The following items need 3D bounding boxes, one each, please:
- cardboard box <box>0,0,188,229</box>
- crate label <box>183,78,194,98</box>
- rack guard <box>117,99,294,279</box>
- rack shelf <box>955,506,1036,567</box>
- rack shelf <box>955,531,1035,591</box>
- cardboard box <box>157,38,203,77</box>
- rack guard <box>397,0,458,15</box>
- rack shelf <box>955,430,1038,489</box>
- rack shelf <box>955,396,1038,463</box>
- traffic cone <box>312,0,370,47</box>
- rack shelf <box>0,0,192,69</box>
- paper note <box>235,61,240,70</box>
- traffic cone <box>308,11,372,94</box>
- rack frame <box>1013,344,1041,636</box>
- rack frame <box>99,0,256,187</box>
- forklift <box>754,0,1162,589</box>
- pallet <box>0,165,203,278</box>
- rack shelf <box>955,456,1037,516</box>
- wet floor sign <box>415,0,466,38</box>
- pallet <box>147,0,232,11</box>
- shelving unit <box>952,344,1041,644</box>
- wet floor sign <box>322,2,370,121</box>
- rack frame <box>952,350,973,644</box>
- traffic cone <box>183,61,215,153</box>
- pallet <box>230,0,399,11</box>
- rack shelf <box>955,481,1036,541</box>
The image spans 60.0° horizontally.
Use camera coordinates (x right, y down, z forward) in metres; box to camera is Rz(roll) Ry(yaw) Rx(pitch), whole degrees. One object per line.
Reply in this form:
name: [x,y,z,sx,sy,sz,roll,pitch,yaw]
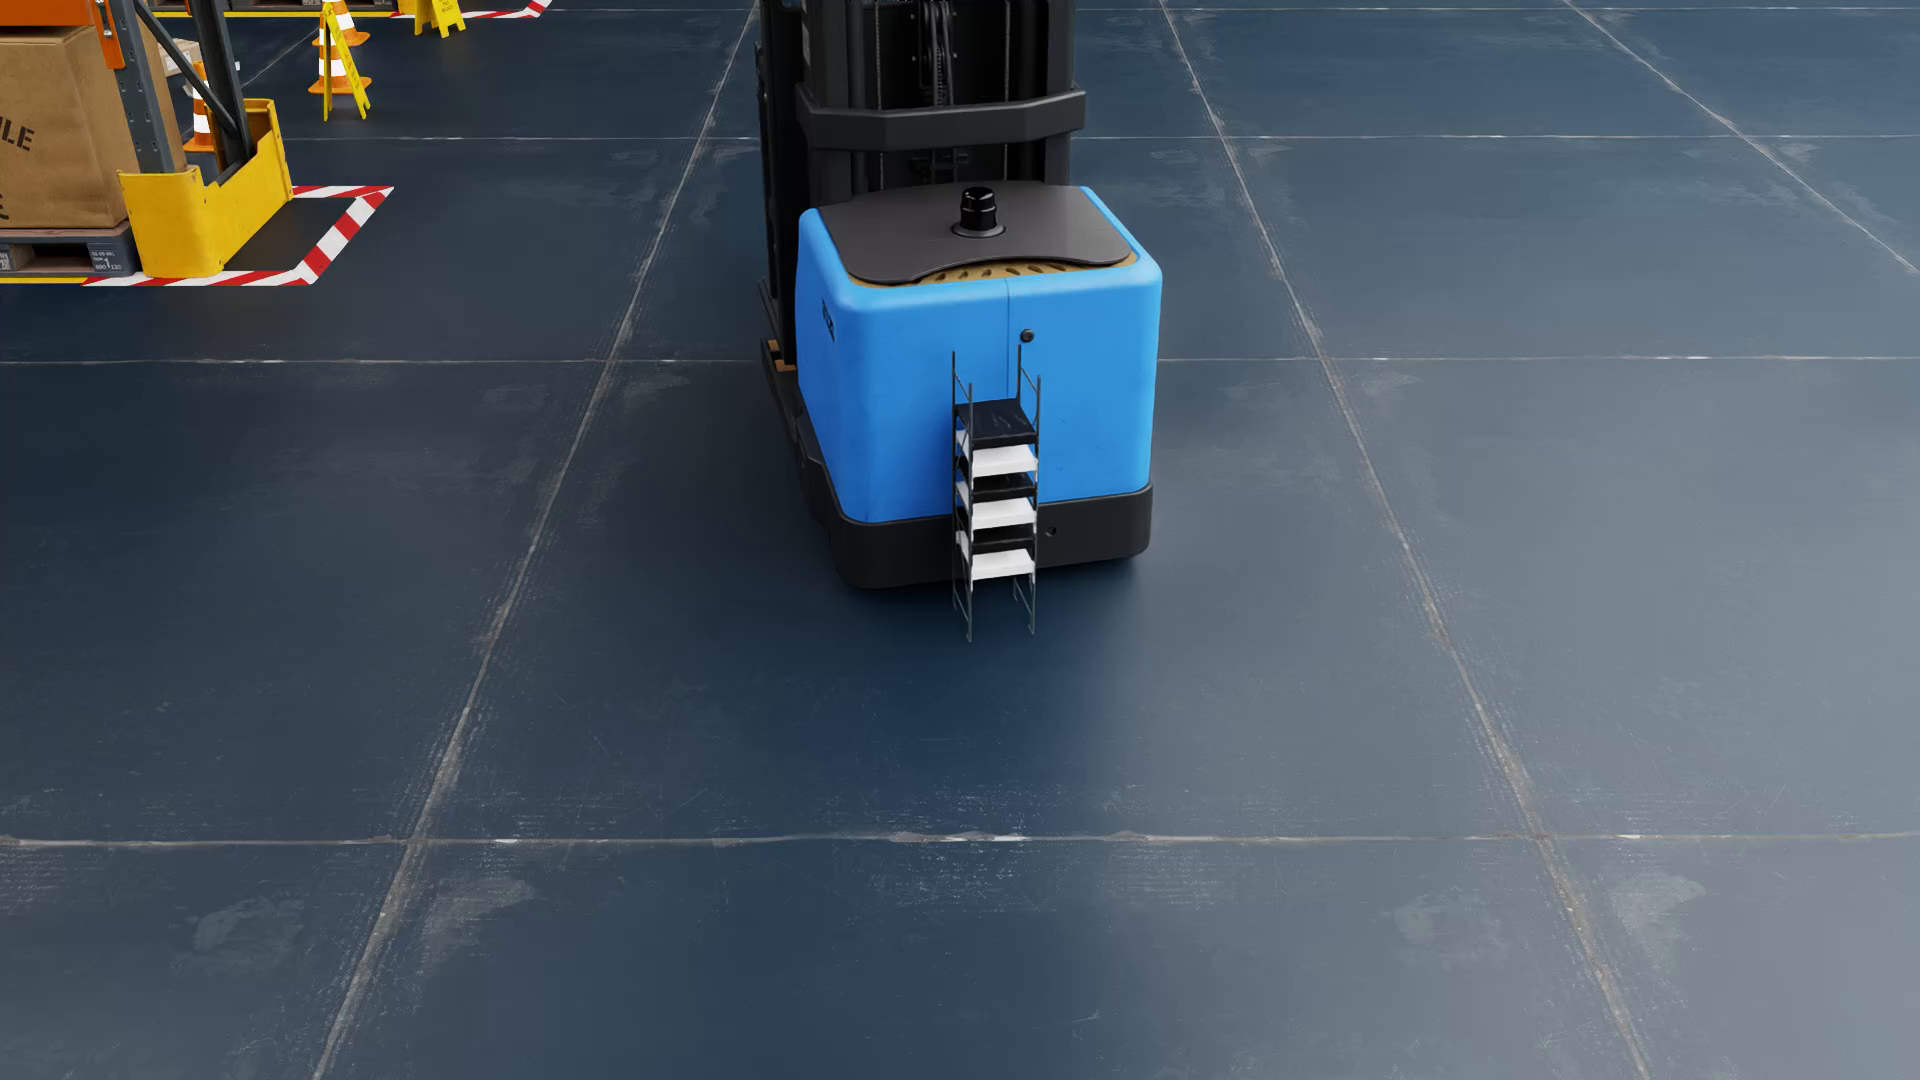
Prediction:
cardboard box: [-4.362,-2.042,7.867,0.875,0.875,0.875,0,31,0]
crate label: [-4.676,-2.871,10.349,0.298,0.136,0.250,-17,35,-26]
rack guard: [-3.660,-1.738,8.133,0.348,0.500,1.175,0,31,0]
rack shelf: [0.104,-0.026,5.162,0.200,0.077,0.258,-7,32,-11]
rack shelf: [0.104,0.051,5.209,0.200,0.077,0.258,-7,32,-11]
cardboard box: [-5.113,-3.104,10.722,0.250,0.149,0.380,16,35,25]
rack guard: [-3.891,-4.305,12.364,0.348,0.500,1.175,0,31,0]
rack shelf: [0.104,-0.256,5.022,0.200,0.077,0.258,-7,32,-11]
rack shelf: [0.104,-0.333,4.975,0.200,0.077,0.258,-7,32,-11]
traffic cone: [-4.237,-3.619,11.269,0.334,0.463,0.336,0,31,0]
rack shelf: [-5.684,-2.493,7.661,4.000,0.370,1.077,0,31,0]
paper note: [-4.748,-3.069,10.780,0.142,0.019,0.148,-11,33,-17]
traffic cone: [-3.891,-3.045,10.322,0.334,0.463,0.336,0,31,0]
rack frame: [0.203,-0.143,5.118,0.006,0.900,0.240,-7,32,-11]
rack frame: [-3.684,-2.807,7.485,0.127,3.000,1.000,0,31,0]
forklift: [-0.197,-1.849,5.971,1.130,2.935,3.031,-7,32,-11]
pallet: [-4.483,-1.572,8.137,1.213,0.211,1.003,0,31,0]
rack shelf: [0.104,-0.180,5.069,0.200,0.077,0.258,-7,32,-11]
wet floor sign: [-3.619,-3.813,11.413,0.232,0.644,0.267,10,33,17]
pallet: [-5.921,-4.195,12.461,1.213,0.211,1.003,0,31,0]
shelving unit: [0.104,-0.131,5.098,0.210,0.900,0.258,-7,32,-11]
wet floor sign: [-3.667,-2.828,9.788,0.232,0.644,0.267,-5,32,-9]
rack frame: [0.005,-0.119,5.078,0.006,0.900,0.240,-7,32,-11]
traffic cone: [-4.224,-2.457,9.354,0.334,0.463,0.336,0,31,0]
pallet: [-4.704,-4.198,12.465,1.213,0.211,1.003,0,31,0]
rack shelf: [0.104,-0.103,5.116,0.200,0.077,0.258,-7,32,-11]
